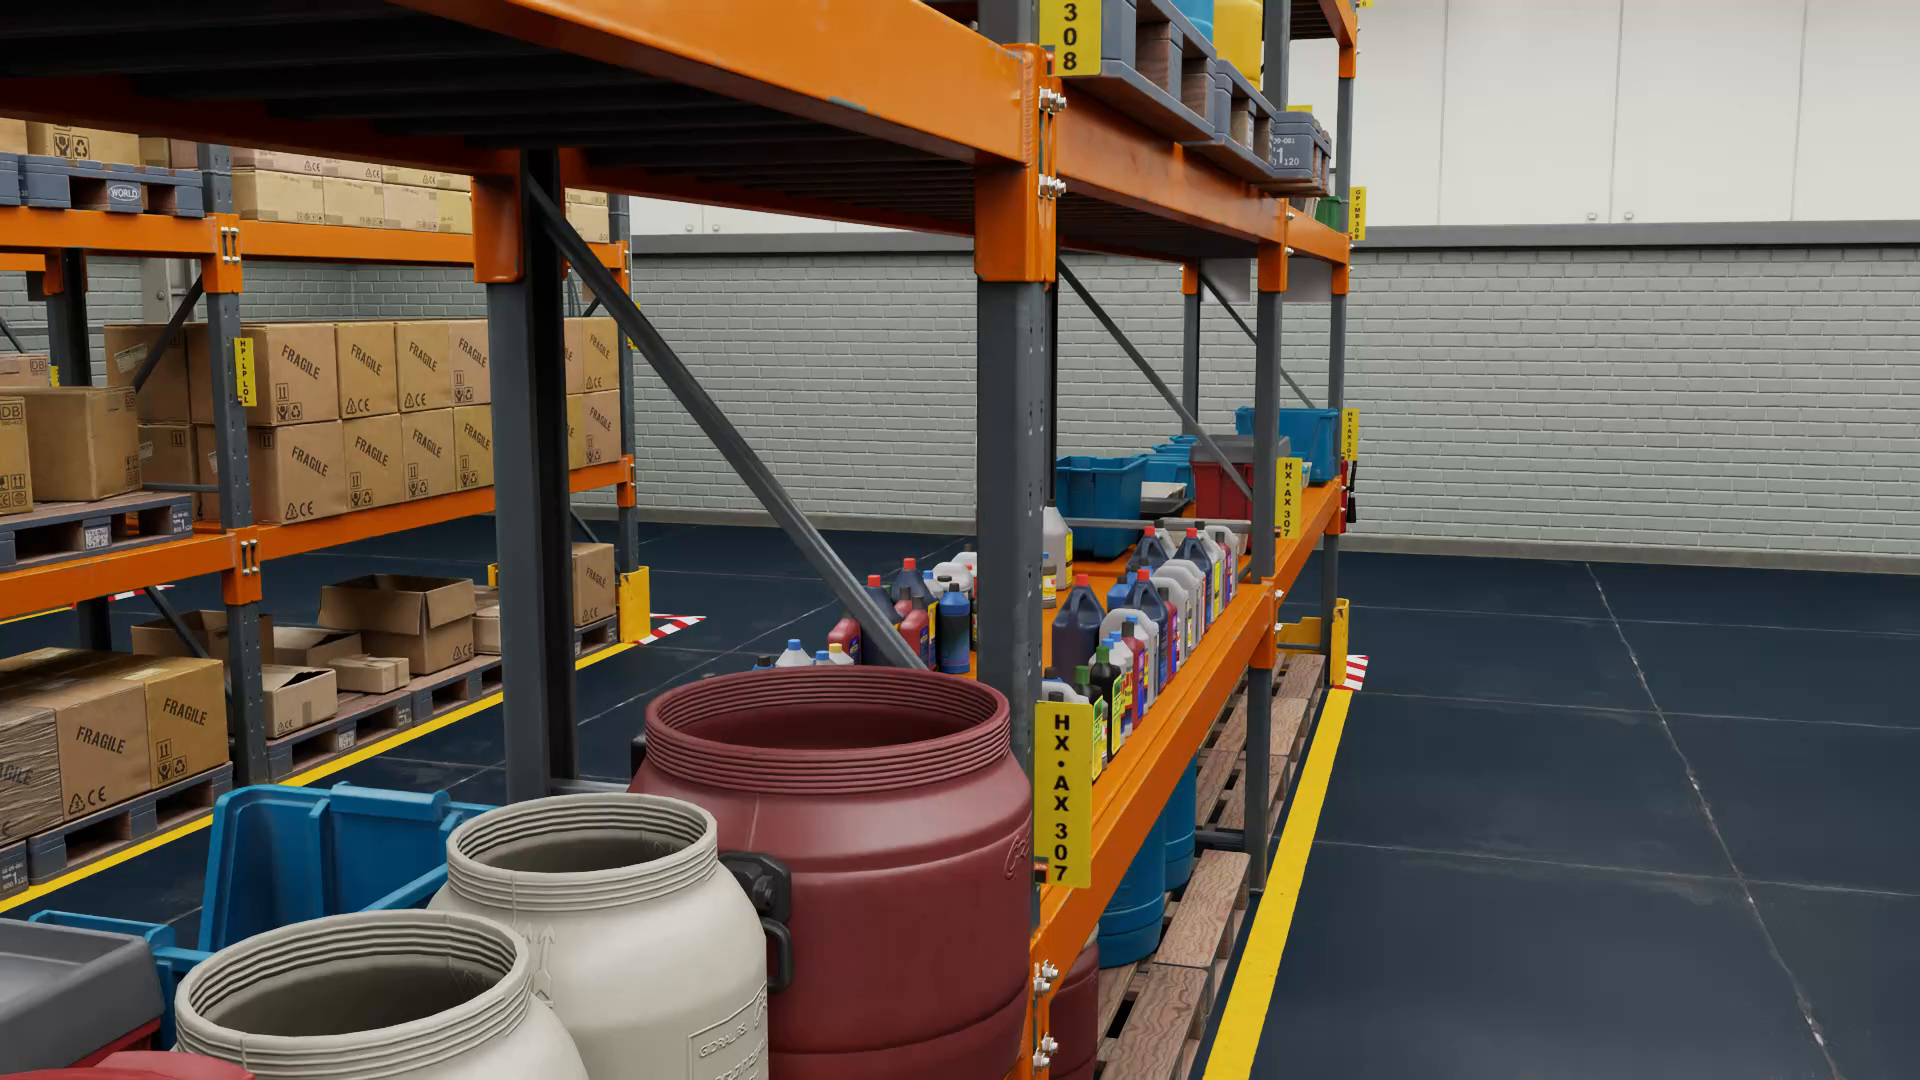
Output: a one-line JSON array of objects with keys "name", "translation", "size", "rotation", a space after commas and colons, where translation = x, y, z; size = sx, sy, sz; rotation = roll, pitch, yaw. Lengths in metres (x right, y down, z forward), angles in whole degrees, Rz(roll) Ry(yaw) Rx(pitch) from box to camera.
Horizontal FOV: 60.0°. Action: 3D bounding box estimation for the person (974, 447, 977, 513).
[{"name": "person", "translation": [0.414, -0.224, 12.256], "size": [0.556, 1.759, 0.735], "rotation": [3, 9, 21]}]
